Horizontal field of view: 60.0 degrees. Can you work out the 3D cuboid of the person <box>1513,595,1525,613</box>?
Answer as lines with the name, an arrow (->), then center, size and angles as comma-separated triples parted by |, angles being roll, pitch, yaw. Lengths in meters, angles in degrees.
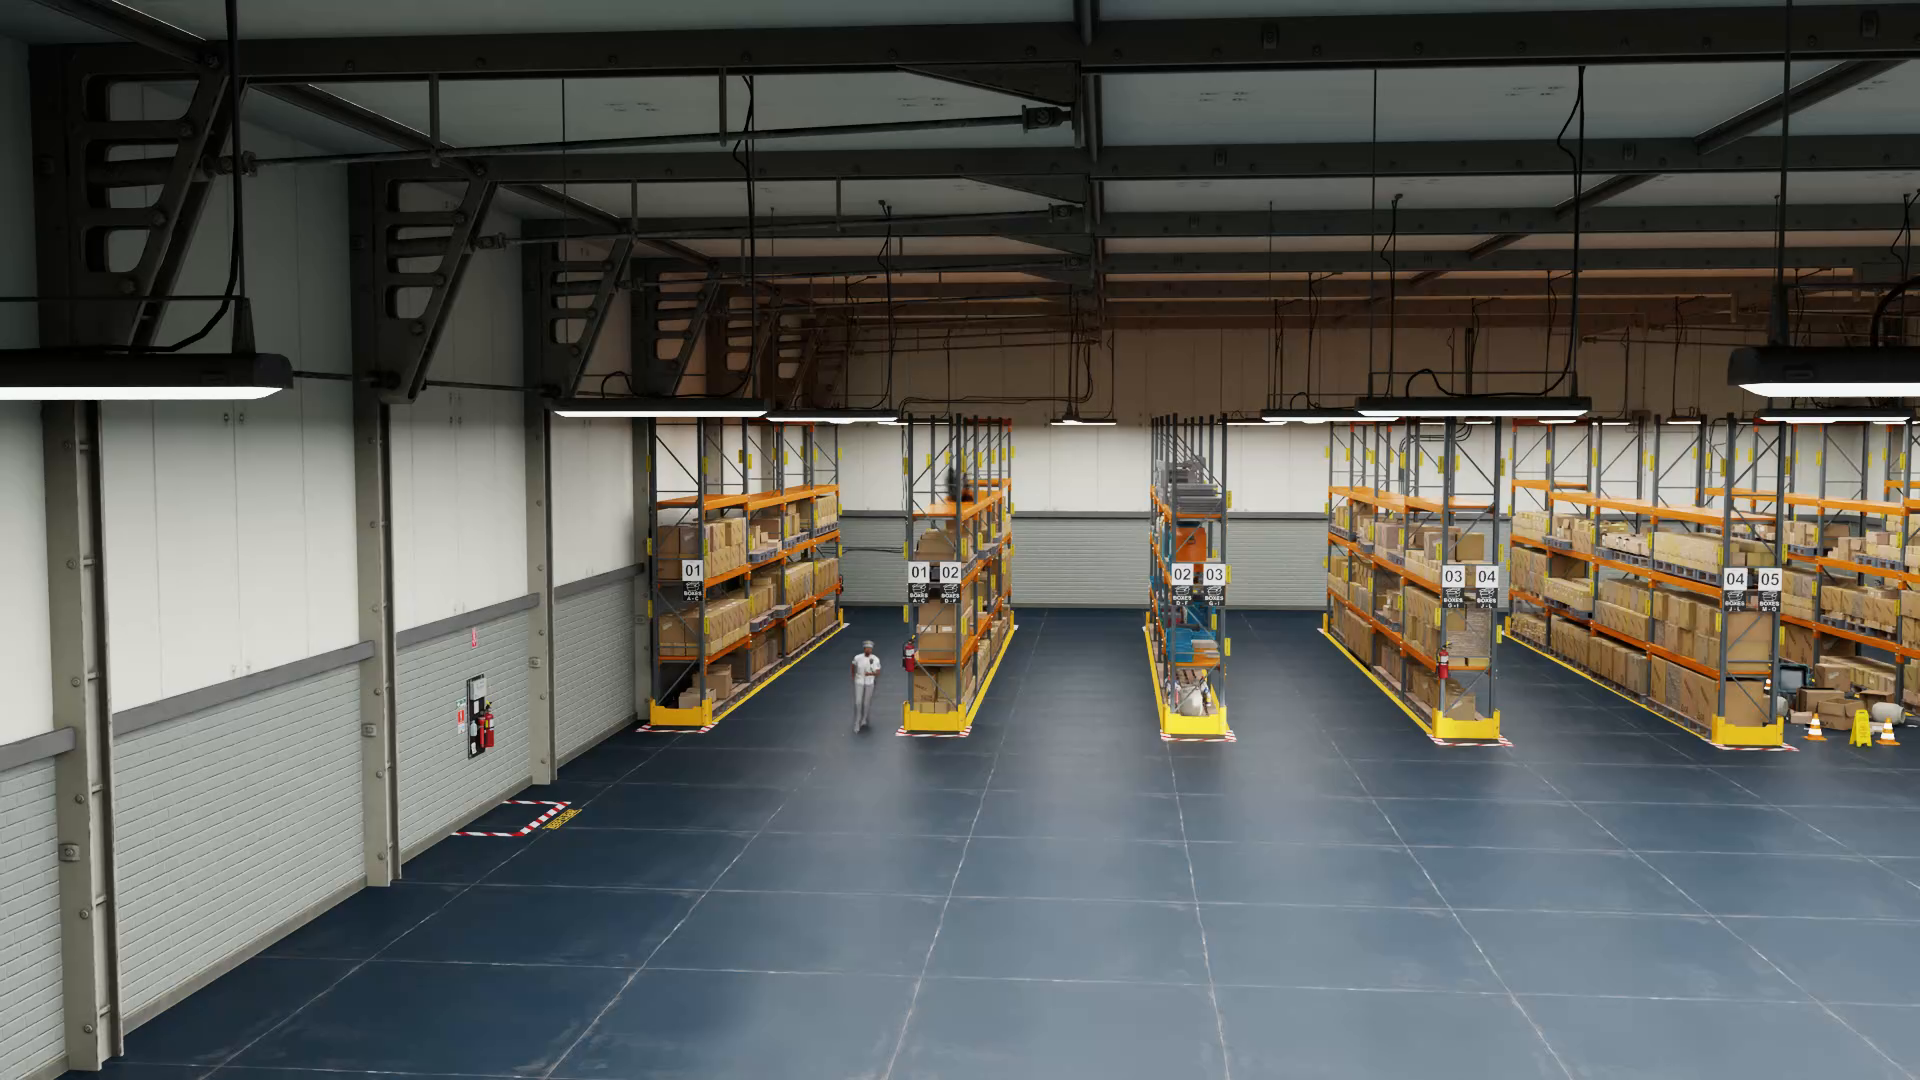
person -> 15.939, 1.737, 47.435 | 0.549, 1.587, 0.687 | 1, 4, 13

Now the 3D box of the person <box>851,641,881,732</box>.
person -> -1.797, 2.771, 31.660 | 0.573, 1.737, 0.729 | 0, 4, -3

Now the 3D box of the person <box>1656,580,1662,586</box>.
person -> 19.751, 1.784, 47.113 | 0.532, 1.557, 0.539 | 0, 4, 7
